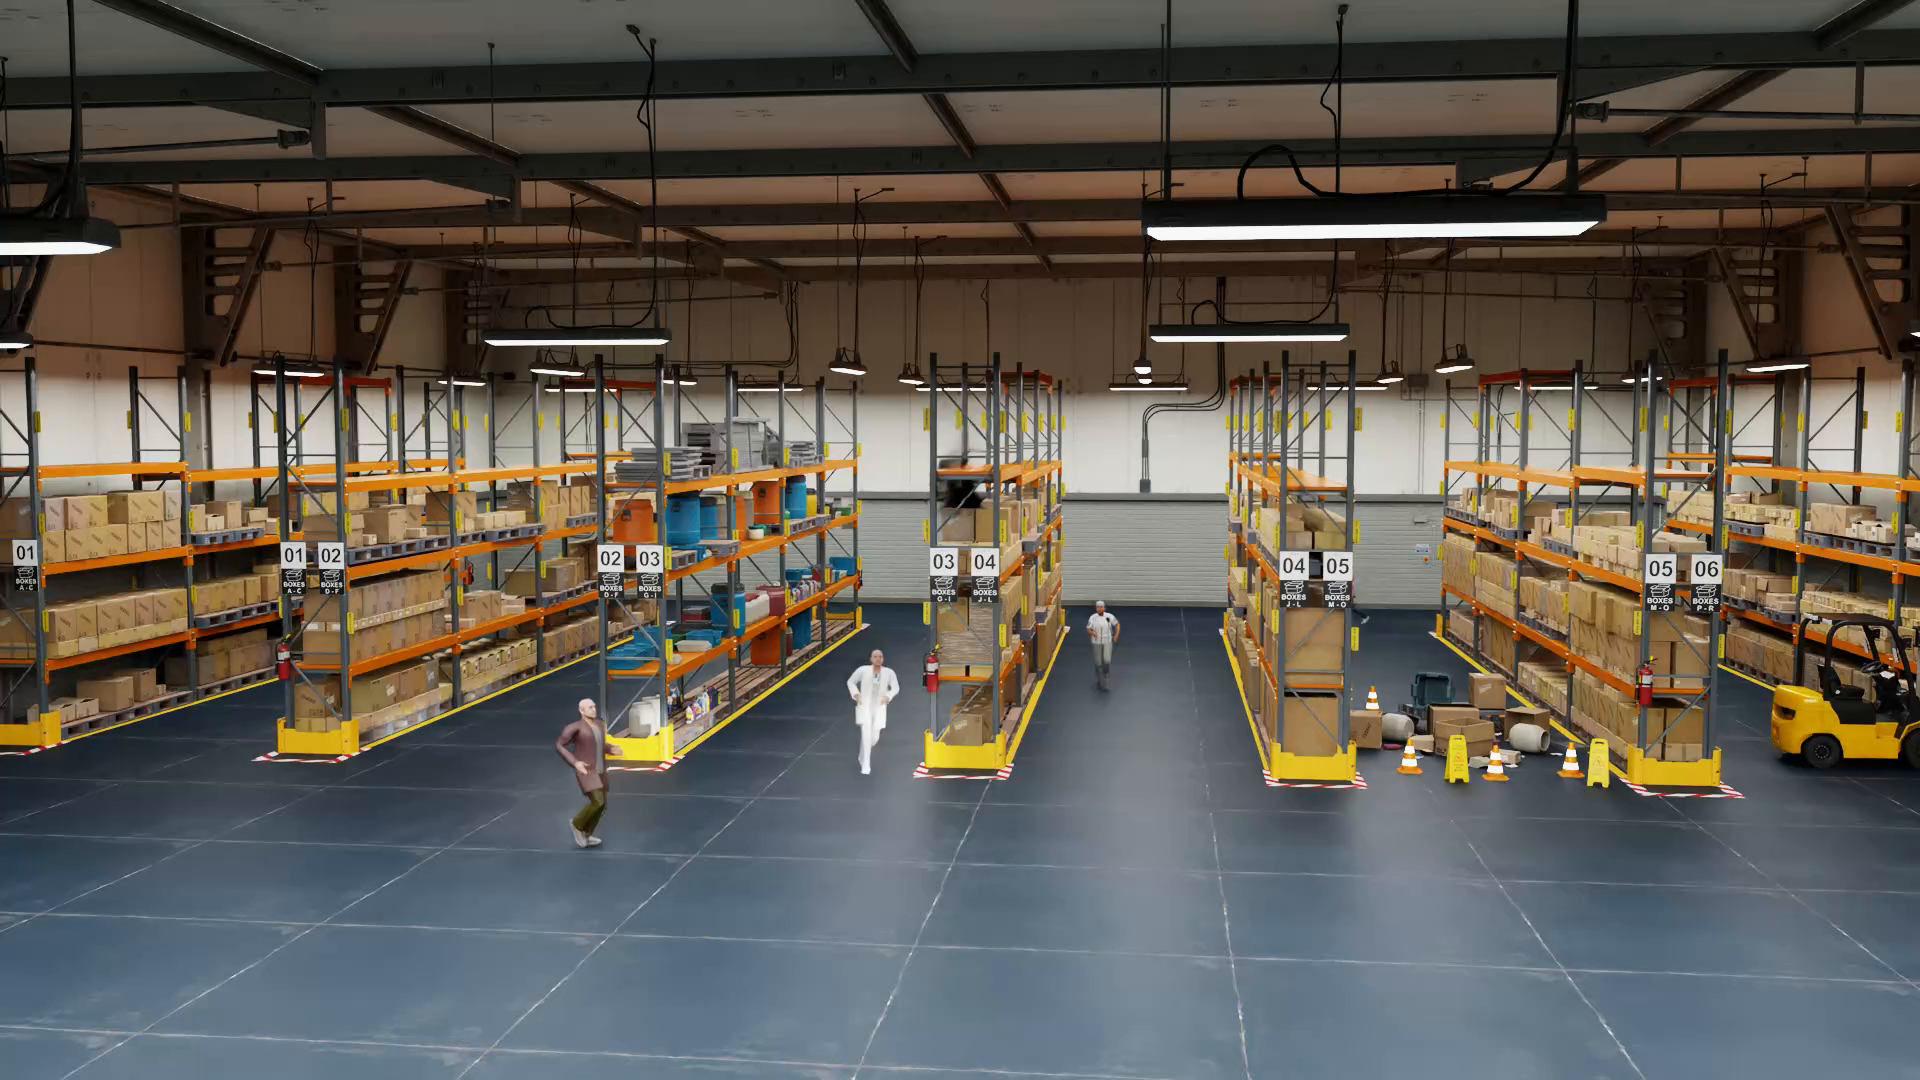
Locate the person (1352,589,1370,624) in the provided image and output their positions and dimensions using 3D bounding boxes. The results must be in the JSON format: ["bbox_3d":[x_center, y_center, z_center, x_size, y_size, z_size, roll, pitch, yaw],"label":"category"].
[{"bbox_3d":[9.426,1.376,40.227,1.000,1.587,0.541,0,4,2],"label":"person"}]

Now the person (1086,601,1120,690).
[{"bbox_3d":[2.684,1.985,31.312,0.610,1.686,0.706,1,4,11],"label":"person"}]

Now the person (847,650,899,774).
[{"bbox_3d":[-1.255,2.456,24.054,0.754,1.754,0.810,-1,4,-9],"label":"person"}]

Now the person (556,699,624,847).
[{"bbox_3d":[-4.297,2.742,19.545,0.642,1.745,0.695,2,5,27],"label":"person"}]

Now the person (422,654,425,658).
[{"bbox_3d":[-11.200,1.672,34.308,0.642,1.833,0.893,0,4,-1],"label":"person"}]
